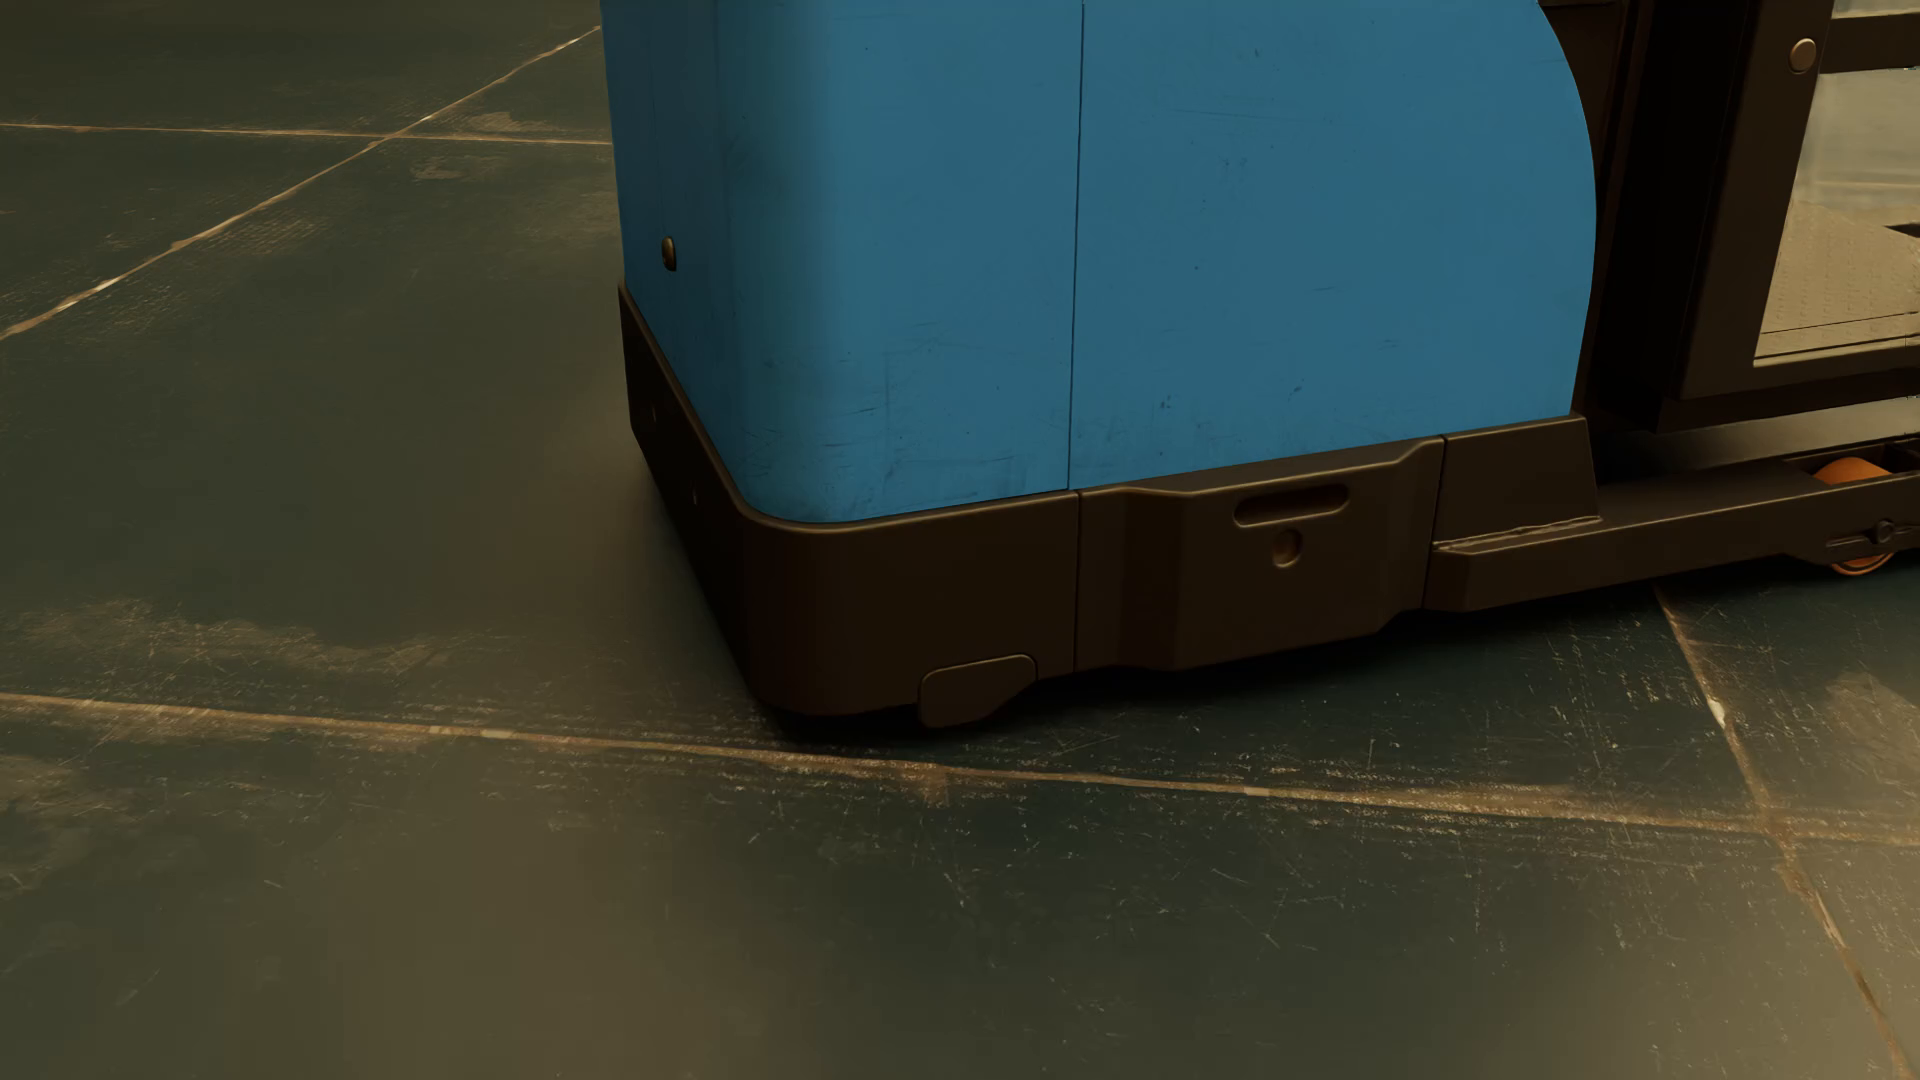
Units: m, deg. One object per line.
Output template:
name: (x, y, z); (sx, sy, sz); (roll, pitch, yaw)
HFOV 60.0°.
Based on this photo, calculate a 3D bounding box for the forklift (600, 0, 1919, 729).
forklift: (1.036, -1.473, 2.170); (3.031, 2.935, 1.130); (-9, 28, -17)
